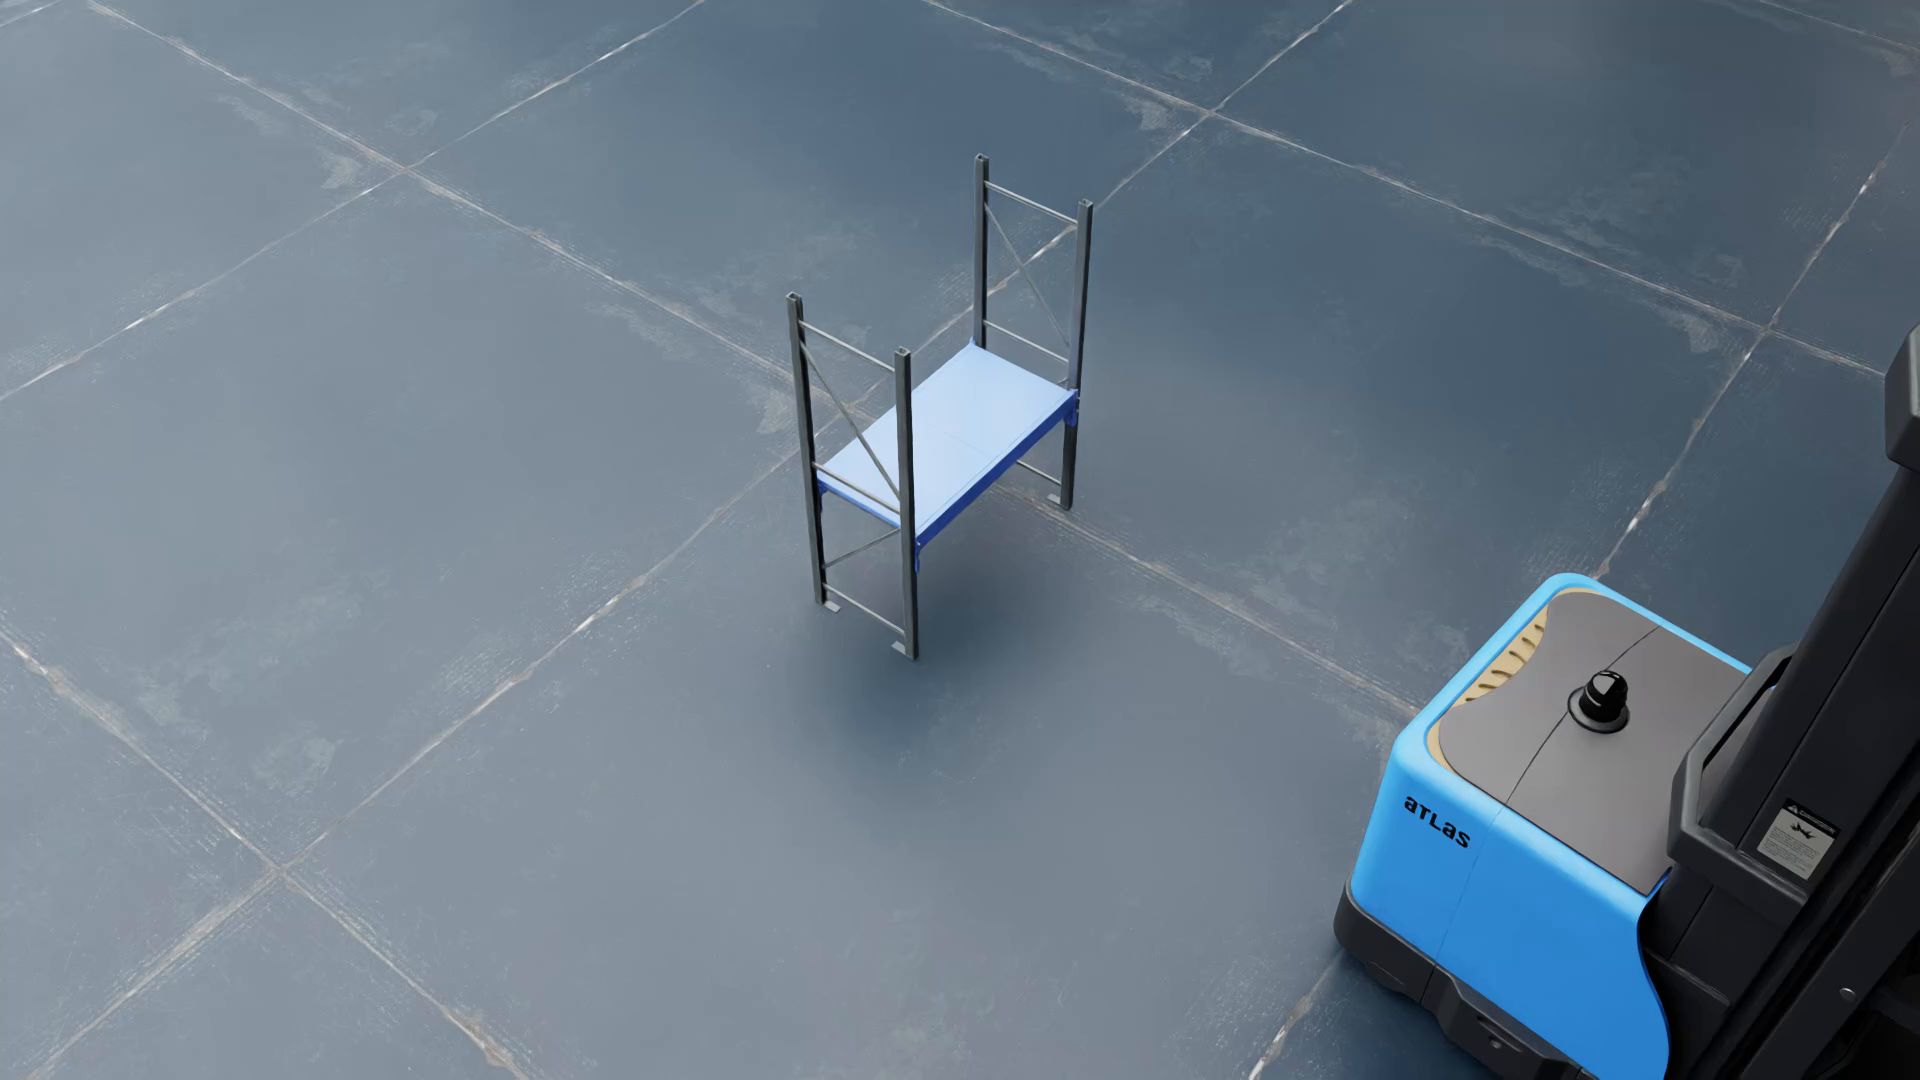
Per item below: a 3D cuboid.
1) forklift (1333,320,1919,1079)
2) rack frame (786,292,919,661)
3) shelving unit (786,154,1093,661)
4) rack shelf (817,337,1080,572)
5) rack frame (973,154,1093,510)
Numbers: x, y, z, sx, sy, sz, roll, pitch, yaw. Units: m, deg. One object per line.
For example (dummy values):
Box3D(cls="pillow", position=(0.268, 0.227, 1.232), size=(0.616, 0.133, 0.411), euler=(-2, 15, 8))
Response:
Box3D(cls="forklift", position=(2.637, 0.792, 3.966), size=(3.031, 2.935, 1.130), euler=(34, 55, 28))
Box3D(cls="rack frame", position=(-0.363, -0.178, 5.883), size=(0.500, 1.500, 0.032), euler=(29, 53, 25))
Box3D(cls="shelving unit", position=(-0.052, -0.469, 6.161), size=(0.538, 1.500, 1.048), euler=(29, 53, 25))
Box3D(cls="rack shelf", position=(-0.052, -0.345, 6.291), size=(0.538, 0.185, 1.000), euler=(29, 53, 25))
Box3D(cls="rack frame", position=(0.259, -0.760, 6.439), size=(0.500, 1.500, 0.032), euler=(29, 53, 25))
